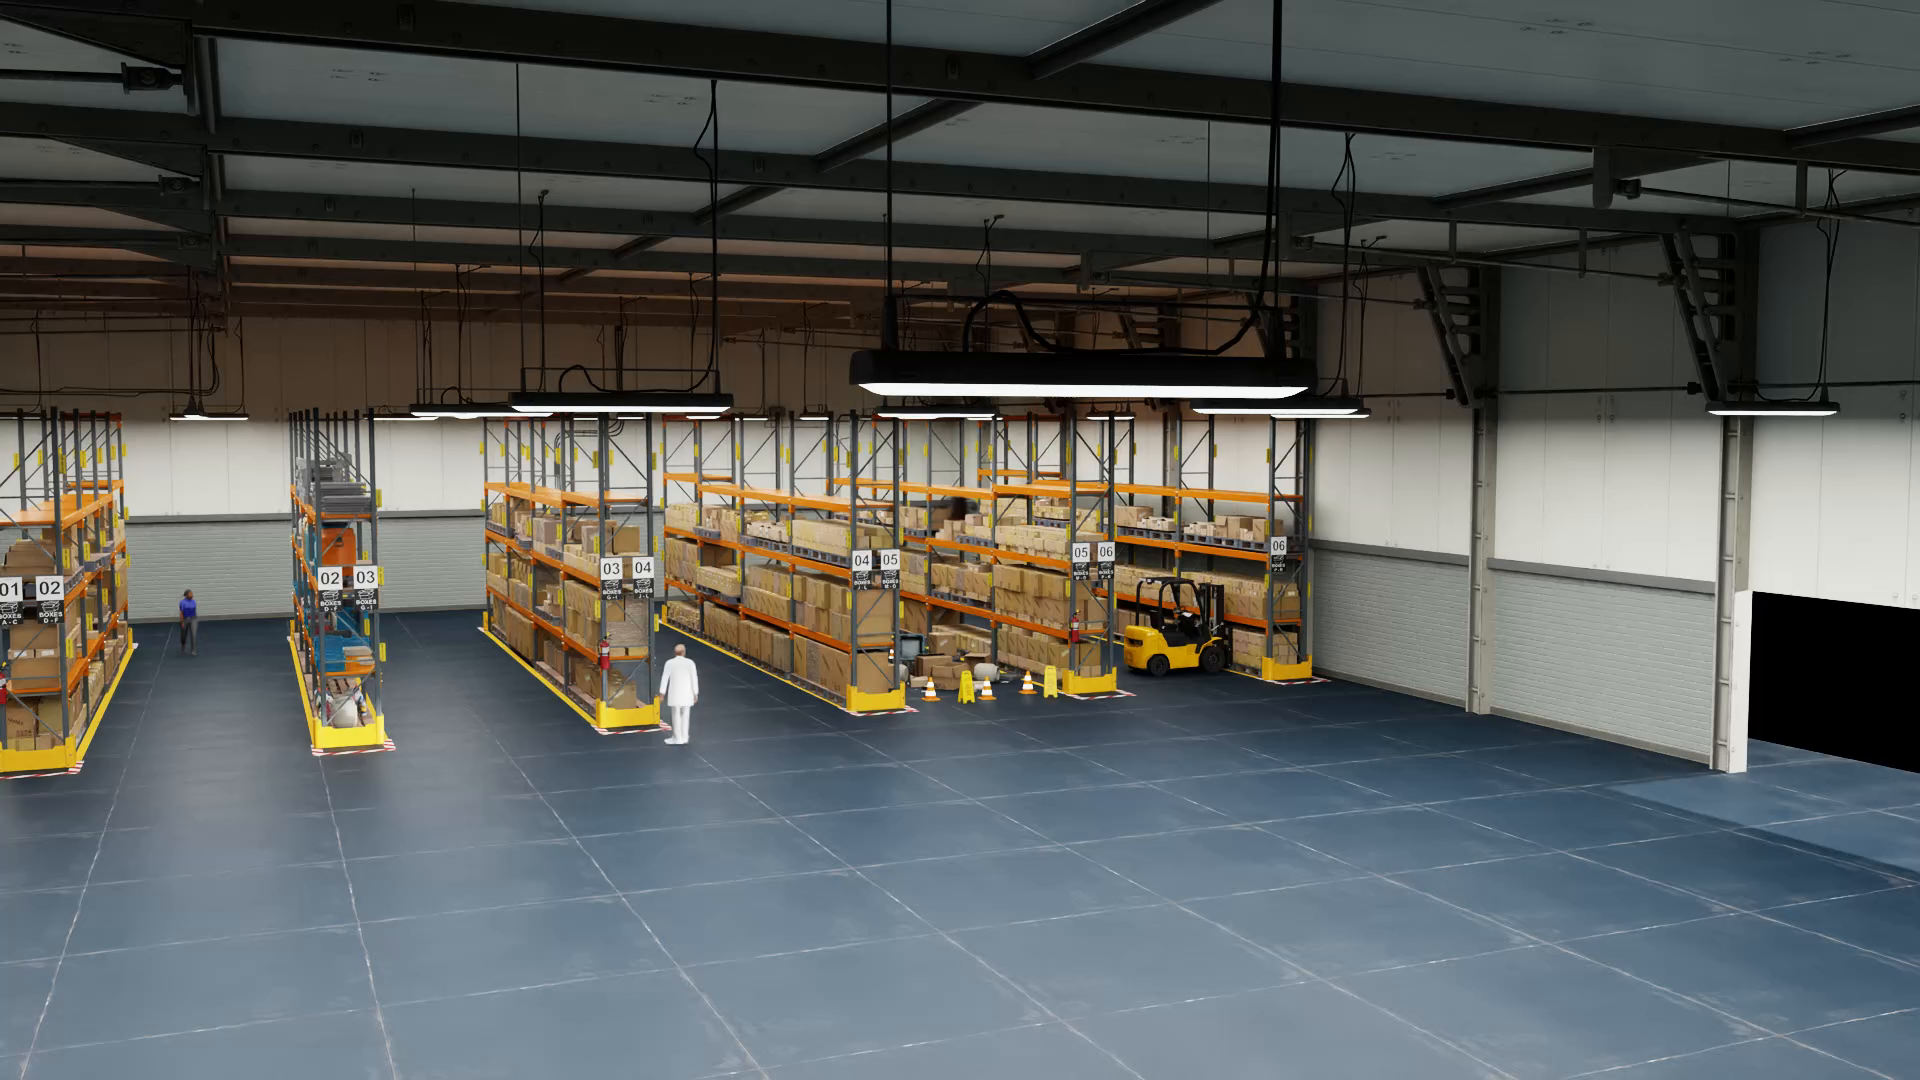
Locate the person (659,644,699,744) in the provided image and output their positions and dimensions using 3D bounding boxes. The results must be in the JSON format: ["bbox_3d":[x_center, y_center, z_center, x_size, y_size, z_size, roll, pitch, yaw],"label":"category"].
[{"bbox_3d":[-5.015,2.763,29.686,0.689,1.815,0.443,-1,4,-12],"label":"person"}]

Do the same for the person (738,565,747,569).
[{"bbox_3d":[-6.708,1.309,50.332,0.594,1.794,0.448,0,4,3],"label":"person"}]

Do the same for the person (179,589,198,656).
[{"bbox_3d":[-19.044,2.021,41.072,0.411,1.625,0.665,-2,4,-26],"label":"person"}]
